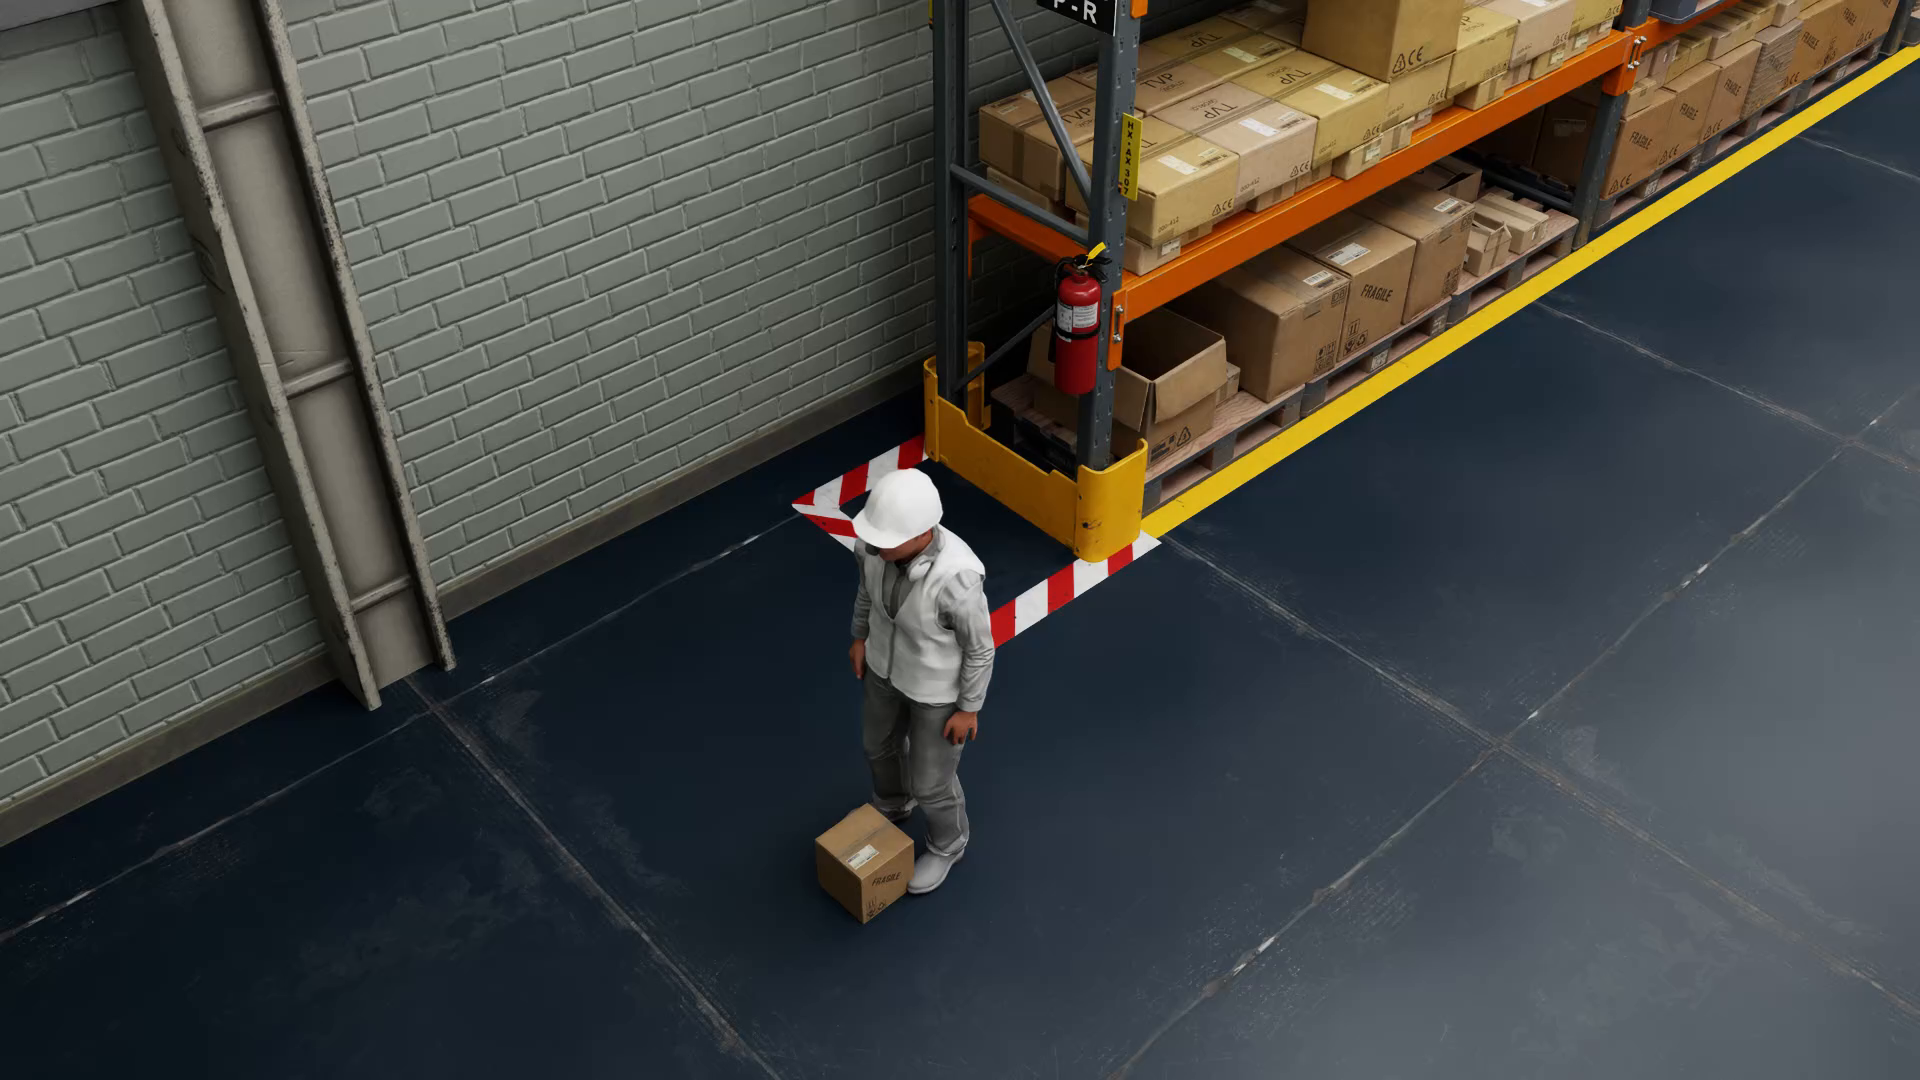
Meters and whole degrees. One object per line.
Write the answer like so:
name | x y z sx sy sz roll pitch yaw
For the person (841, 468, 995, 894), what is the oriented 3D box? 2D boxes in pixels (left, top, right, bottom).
person | -0.146 0.451 5.590 0.580 1.769 0.465 32 49 33
